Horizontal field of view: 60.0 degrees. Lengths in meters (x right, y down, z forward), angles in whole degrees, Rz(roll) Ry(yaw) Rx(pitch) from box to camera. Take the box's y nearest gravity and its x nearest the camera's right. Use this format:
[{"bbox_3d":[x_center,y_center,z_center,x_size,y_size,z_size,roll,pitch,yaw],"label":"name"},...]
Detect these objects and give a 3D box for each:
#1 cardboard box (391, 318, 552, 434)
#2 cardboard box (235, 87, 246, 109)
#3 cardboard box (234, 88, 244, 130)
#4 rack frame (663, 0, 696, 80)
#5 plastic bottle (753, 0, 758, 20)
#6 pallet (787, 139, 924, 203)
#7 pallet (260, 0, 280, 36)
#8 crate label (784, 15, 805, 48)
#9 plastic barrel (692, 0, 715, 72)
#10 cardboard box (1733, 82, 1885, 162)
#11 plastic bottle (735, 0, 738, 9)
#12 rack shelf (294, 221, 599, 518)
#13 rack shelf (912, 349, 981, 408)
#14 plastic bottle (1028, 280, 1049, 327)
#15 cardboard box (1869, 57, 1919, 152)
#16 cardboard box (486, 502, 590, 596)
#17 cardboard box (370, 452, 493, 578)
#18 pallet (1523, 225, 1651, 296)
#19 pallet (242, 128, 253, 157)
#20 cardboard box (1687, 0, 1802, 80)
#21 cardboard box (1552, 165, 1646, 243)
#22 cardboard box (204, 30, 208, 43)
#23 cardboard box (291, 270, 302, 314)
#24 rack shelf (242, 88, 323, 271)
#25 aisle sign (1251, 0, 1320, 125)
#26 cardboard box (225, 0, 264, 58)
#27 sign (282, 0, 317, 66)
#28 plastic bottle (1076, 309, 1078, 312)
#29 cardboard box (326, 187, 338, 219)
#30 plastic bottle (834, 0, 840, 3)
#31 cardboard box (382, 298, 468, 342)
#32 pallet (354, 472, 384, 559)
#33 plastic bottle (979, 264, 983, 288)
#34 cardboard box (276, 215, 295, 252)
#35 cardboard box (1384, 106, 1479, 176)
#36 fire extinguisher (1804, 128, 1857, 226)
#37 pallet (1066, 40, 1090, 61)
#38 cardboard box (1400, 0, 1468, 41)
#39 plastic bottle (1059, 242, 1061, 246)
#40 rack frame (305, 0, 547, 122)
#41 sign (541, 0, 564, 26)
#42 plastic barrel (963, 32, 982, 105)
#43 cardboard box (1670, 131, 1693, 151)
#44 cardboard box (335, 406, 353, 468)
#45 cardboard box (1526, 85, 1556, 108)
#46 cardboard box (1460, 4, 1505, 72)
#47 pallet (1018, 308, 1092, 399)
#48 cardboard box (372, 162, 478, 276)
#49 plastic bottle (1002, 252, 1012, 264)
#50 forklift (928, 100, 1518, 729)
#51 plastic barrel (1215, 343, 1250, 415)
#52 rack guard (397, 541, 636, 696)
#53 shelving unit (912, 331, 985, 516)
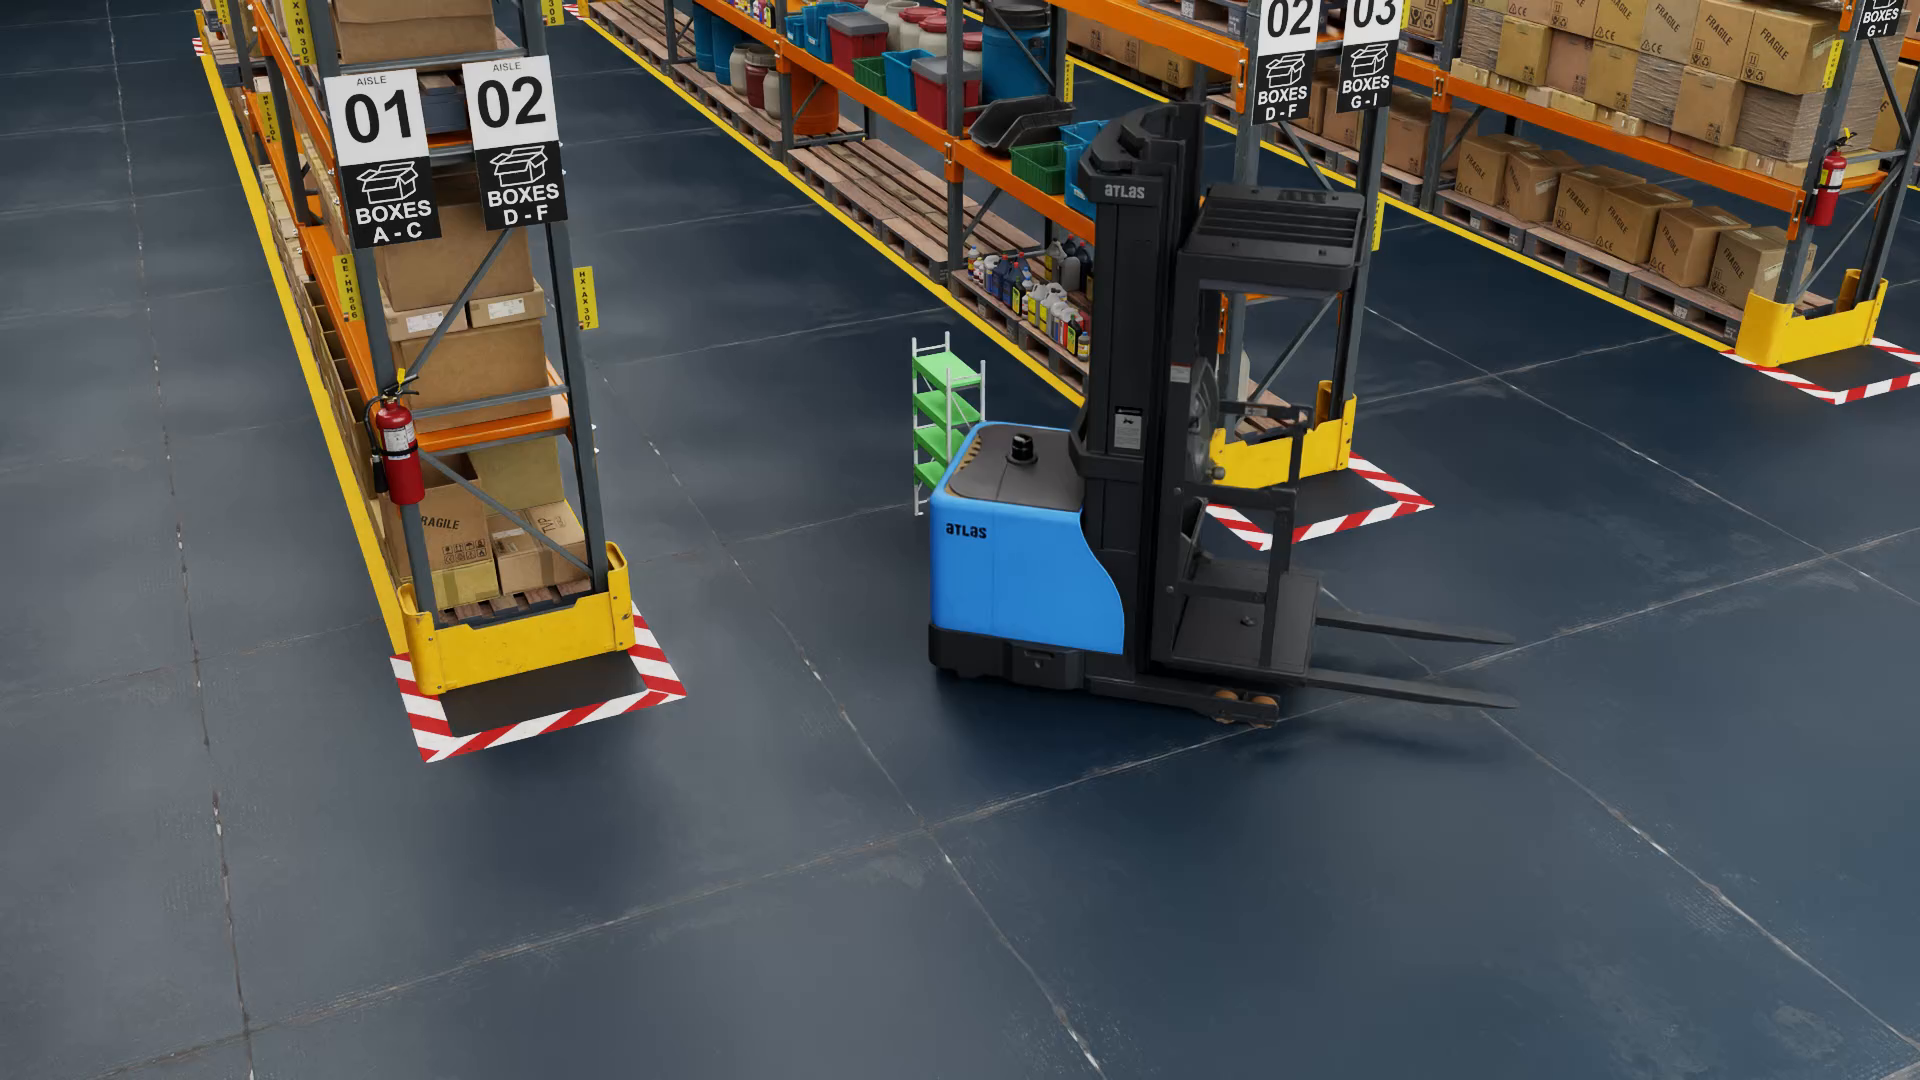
[{"bbox_3d":[-2.575,-0.940,8.730,0.700,0.500,0.500,-13,32,-22],"label":"cardboard box"},{"bbox_3d":[-6.905,-4.489,16.500,0.500,0.250,0.500,-14,32,-23],"label":"cardboard box"},{"bbox_3d":[-7.311,-4.592,17.450,0.500,0.500,0.500,-13,32,-21],"label":"cardboard box"},{"bbox_3d":[-3.062,-7.027,19.687,1.000,3.000,0.127,-13,32,-22],"label":"rack frame"},{"bbox_3d":[-2.078,-5.462,17.099,0.097,0.201,0.097,0,29,0],"label":"plastic bottle"},{"bbox_3d":[-1.048,-3.693,16.593,1.003,0.211,1.213,-13,32,-22],"label":"pallet"},{"bbox_3d":[-3.714,-3.353,10.159,1.003,0.211,1.213,-13,32,-22],"label":"pallet"},{"bbox_3d":[-1.503,-4.922,16.104,0.303,0.233,0.416,-13,32,-22],"label":"crate label"},{"bbox_3d":[-2.844,-6.051,19.662,0.600,0.901,0.708,-13,32,-22],"label":"plastic barrel"},{"bbox_3d":[6.351,-3.188,12.435,0.875,0.500,0.500,-13,32,-22],"label":"cardboard box"},{"bbox_3d":[-2.329,-5.720,17.560,0.097,0.201,0.097,0,29,0],"label":"plastic bottle"},{"bbox_3d":[-3.245,-1.257,10.133,1.077,0.370,4.000,-13,32,-22],"label":"rack shelf"},{"bbox_3d":[-0.071,-0.959,9.856,0.258,0.148,0.480,-13,32,-22],"label":"rack shelf"},{"bbox_3d":[0.607,-1.814,12.650,0.144,0.351,0.185,-13,32,-22],"label":"plastic bottle"},{"bbox_3d":[9.575,-4.493,16.912,0.875,0.875,0.875,-13,32,-21],"label":"cardboard box"},{"bbox_3d":[-2.415,0.045,9.457,0.500,0.250,0.500,-13,32,-22],"label":"cardboard box"},{"bbox_3d":[-2.885,-0.173,9.079,0.500,0.500,0.500,-13,32,-22],"label":"cardboard box"},{"bbox_3d":[5.693,-2.487,14.443,1.003,0.211,1.213,-13,32,-22],"label":"pallet"},{"bbox_3d":[-7.154,-4.420,17.890,1.003,0.211,1.213,-13,32,-22],"label":"pallet"},{"bbox_3d":[5.883,-3.786,12.479,0.500,0.500,0.500,-13,32,-22],"label":"cardboard box"},{"bbox_3d":[5.571,-2.931,14.510,0.500,0.500,0.500,-16,33,-26],"label":"cardboard box"},{"bbox_3d":[-9.278,-6.344,20.916,0.380,0.166,0.250,-13,32,-22],"label":"cardboard box"},{"bbox_3d":[-4.979,-2.010,13.123,0.500,0.250,0.500,-12,32,-21],"label":"cardboard box"},{"bbox_3d":[-4.962,-3.024,13.284,1.077,0.370,4.000,-13,32,-22],"label":"rack shelf"},{"bbox_3d":[1.852,-2.765,9.430,0.394,0.787,0.004,-13,32,-22],"label":"aisle sign"},{"bbox_3d":[-6.193,-4.703,15.011,0.700,0.500,0.500,-26,38,-38],"label":"cardboard box"},{"bbox_3d":[-2.882,-2.240,7.259,0.100,0.325,0.005,-13,32,-22],"label":"sign"},{"bbox_3d":[0.867,-1.629,12.473,0.097,0.201,0.097,0,29,0],"label":"plastic bottle"},{"bbox_3d":[-3.606,-2.053,10.052,0.380,0.149,0.250,-14,32,-23],"label":"cardboard box"},{"bbox_3d":[-1.239,-5.465,17.028,0.152,0.276,0.135,-13,32,-22],"label":"plastic bottle"},{"bbox_3d":[-2.722,-1.143,8.428,0.380,0.149,0.250,-14,32,-23],"label":"cardboard box"},{"bbox_3d":[-3.272,-0.338,10.610,1.003,0.211,1.213,-13,32,-22],"label":"pallet"},{"bbox_3d":[0.200,-2.141,13.386,0.097,0.201,0.097,0,29,0],"label":"plastic bottle"},{"bbox_3d":[-5.190,-2.474,13.376,0.500,0.311,0.500,-13,32,-23],"label":"cardboard box"},{"bbox_3d":[4.601,-3.910,16.235,0.700,0.500,0.500,-16,33,-26],"label":"cardboard box"},{"bbox_3d":[6.196,-2.585,11.844,0.296,0.674,0.183,-13,32,-22],"label":"fire extinguisher"},{"bbox_3d":[1.810,-6.525,21.644,1.003,0.211,1.213,-13,32,-22],"label":"pallet"},{"bbox_3d":[4.631,-5.358,15.668,1.000,1.000,1.000,-13,32,-22],"label":"cardboard box"},{"bbox_3d":[0.809,-2.369,13.792,0.097,0.201,0.097,0,29,0],"label":"plastic bottle"},{"bbox_3d":[-2.386,-3.304,6.915,1.000,3.000,0.127,-13,32,-22],"label":"rack frame"},{"bbox_3d":[-1.882,-2.525,7.618,0.100,0.325,0.005,-13,32,-22],"label":"sign"},{"bbox_3d":[0.159,-4.021,14.187,0.433,0.535,0.433,0,29,0],"label":"plastic barrel"},{"bbox_3d":[5.830,-3.182,13.087,0.380,0.149,0.250,-13,32,-22],"label":"cardboard box"},{"bbox_3d":[-3.758,-0.726,10.832,0.500,0.250,0.500,-13,32,-22],"label":"cardboard box"},{"bbox_3d":[5.080,-3.820,14.225,0.380,0.149,0.250,-13,32,-22],"label":"cardboard box"},{"bbox_3d":[4.983,-4.494,14.764,0.875,0.500,0.500,-13,32,-22],"label":"cardboard box"},{"bbox_3d":[1.150,-1.431,12.560,1.003,0.211,1.213,-13,32,-22],"label":"pallet"},{"bbox_3d":[-2.828,-1.760,8.867,0.700,0.500,0.500,-14,32,-23],"label":"cardboard box"},{"bbox_3d":[0.372,-2.153,13.322,0.061,0.283,0.133,-13,32,-22],"label":"plastic bottle"},{"bbox_3d":[1.406,-0.601,8.299,3.031,2.935,1.130,7,30,13],"label":"forklift"},{"bbox_3d":[1.738,-1.098,11.229,0.421,0.512,0.421,0,29,0],"label":"plastic barrel"},{"bbox_3d":[-2.376,0.414,8.974,1.175,0.500,0.348,-13,32,-22],"label":"rack guard"},{"bbox_3d":[-0.071,-0.596,10.060,0.258,1.200,0.503,-13,32,-22],"label":"shelving unit"}]
